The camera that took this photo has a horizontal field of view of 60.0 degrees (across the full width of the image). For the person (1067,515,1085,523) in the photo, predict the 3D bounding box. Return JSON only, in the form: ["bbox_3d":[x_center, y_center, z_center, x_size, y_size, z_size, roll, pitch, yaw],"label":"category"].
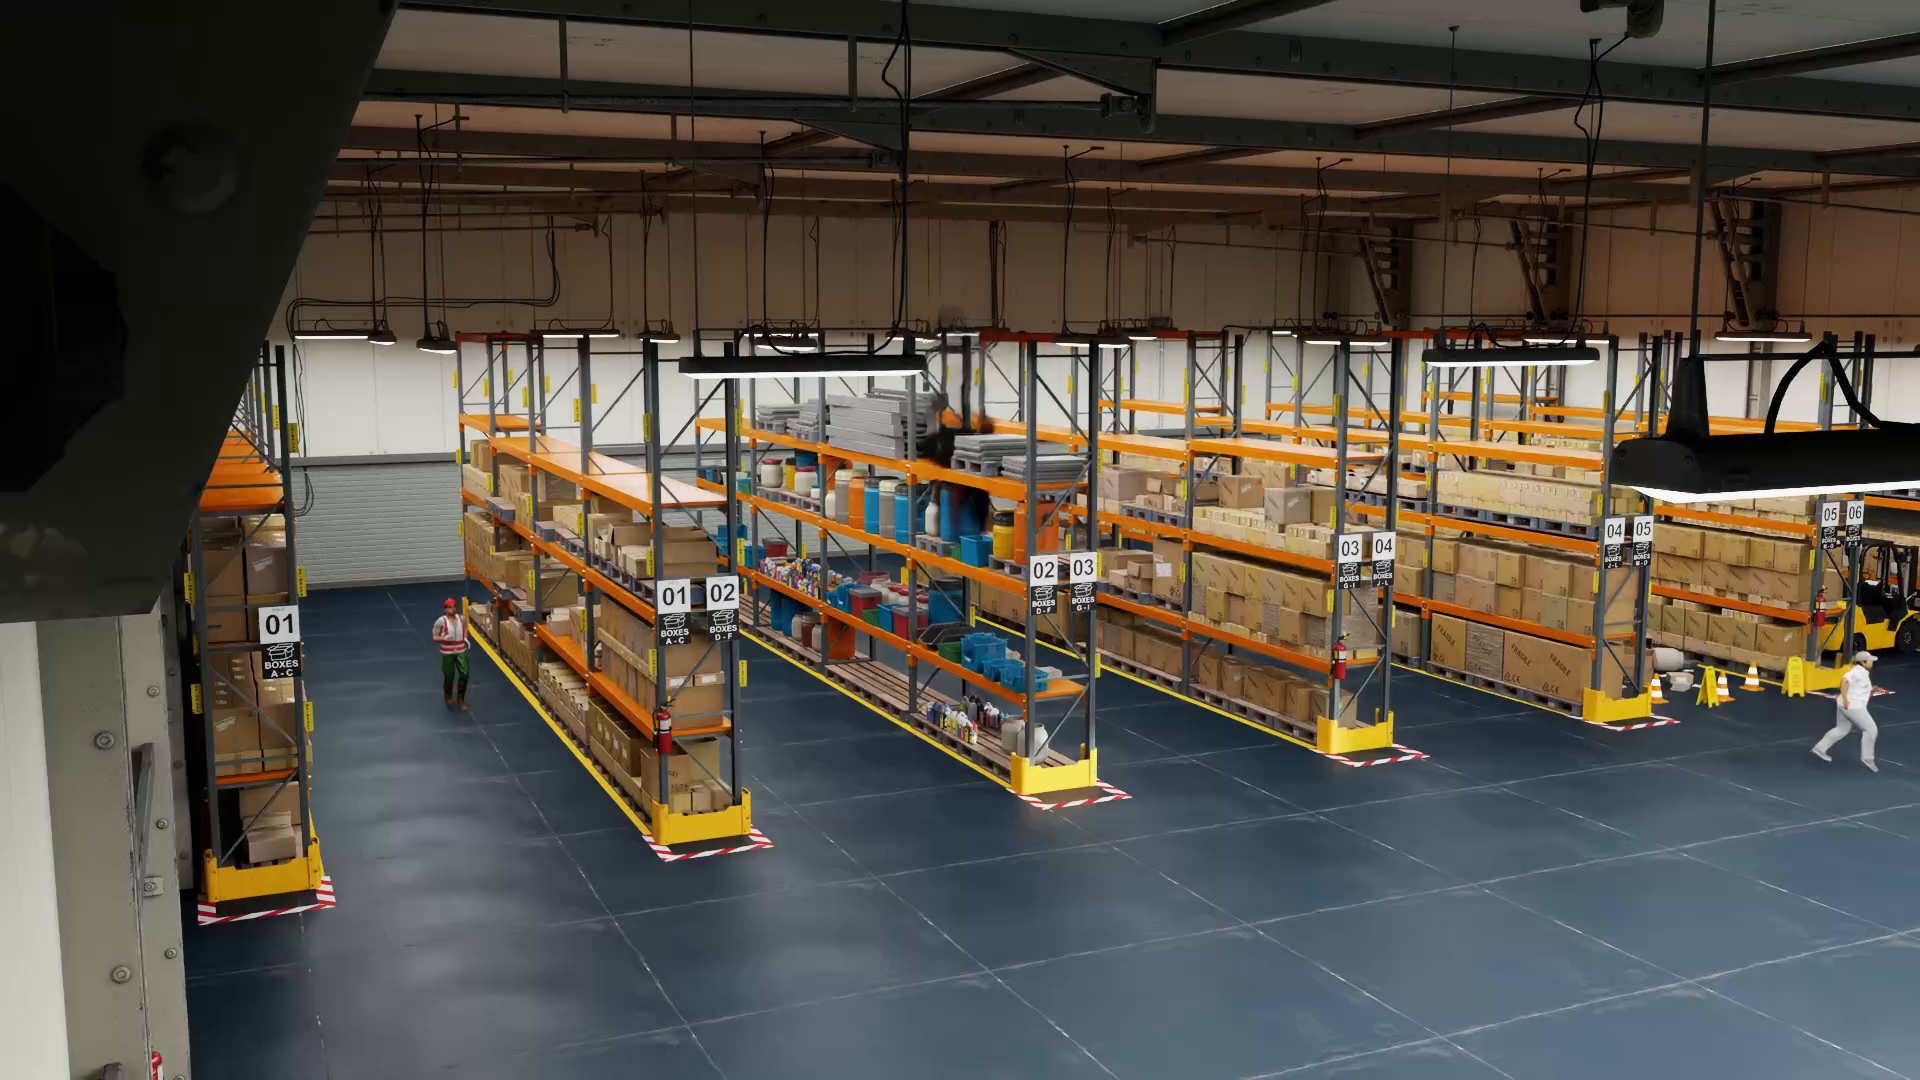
[{"bbox_3d":[2.737,-0.045,41.290,0.630,1.717,0.702,-3,8,-20],"label":"person"}]

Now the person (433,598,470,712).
[{"bbox_3d":[-8.138,1.849,26.742,0.632,1.824,0.705,-5,9,-32],"label":"person"}]

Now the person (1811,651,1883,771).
[{"bbox_3d":[12.465,2.391,23.331,0.859,1.709,0.627,3,8,20],"label":"person"}]
